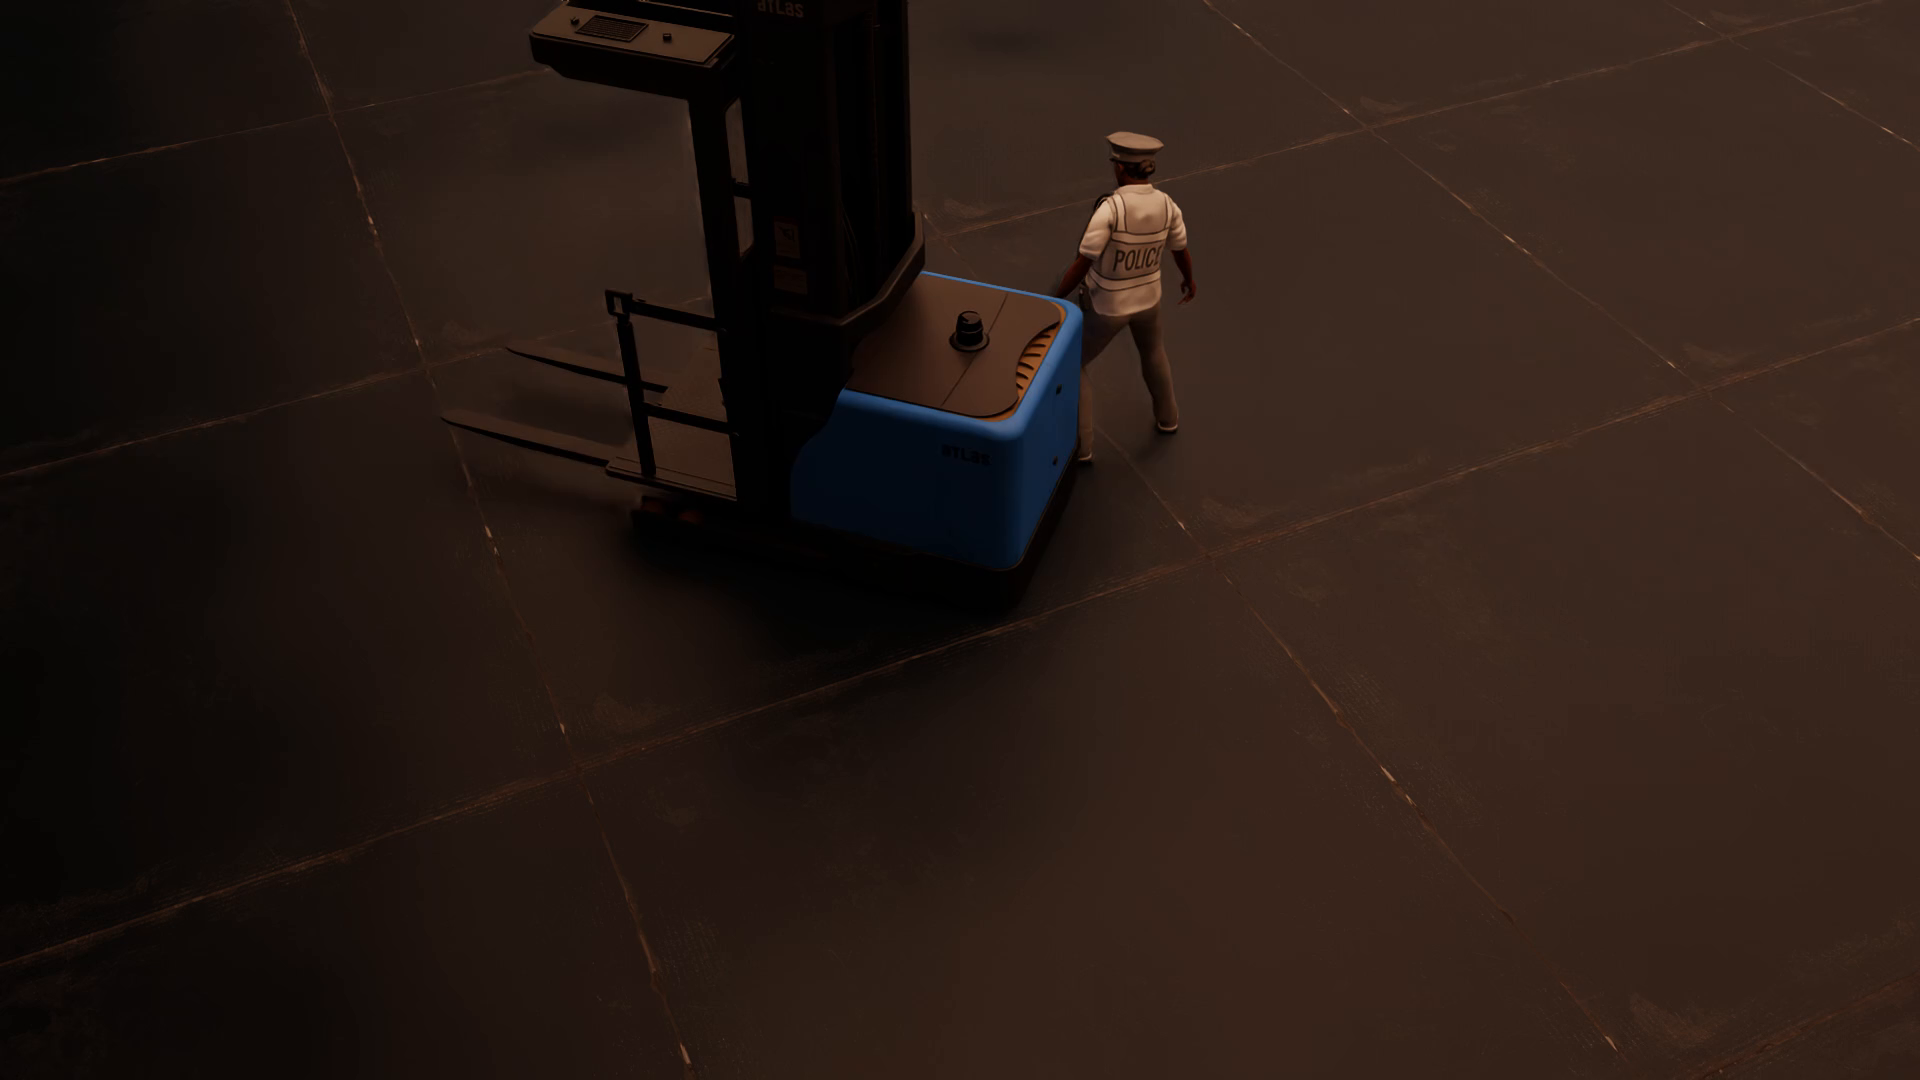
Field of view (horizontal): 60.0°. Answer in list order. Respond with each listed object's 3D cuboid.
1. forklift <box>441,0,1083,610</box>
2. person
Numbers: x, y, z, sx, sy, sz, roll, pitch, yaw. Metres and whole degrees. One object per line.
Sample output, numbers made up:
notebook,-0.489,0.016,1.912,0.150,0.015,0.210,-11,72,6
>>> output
forklift,-1.010,-1.375,7.153,3.031,2.935,1.130,14,45,14
person,0.761,-1.150,7.898,0.843,1.624,0.414,-18,46,-18
